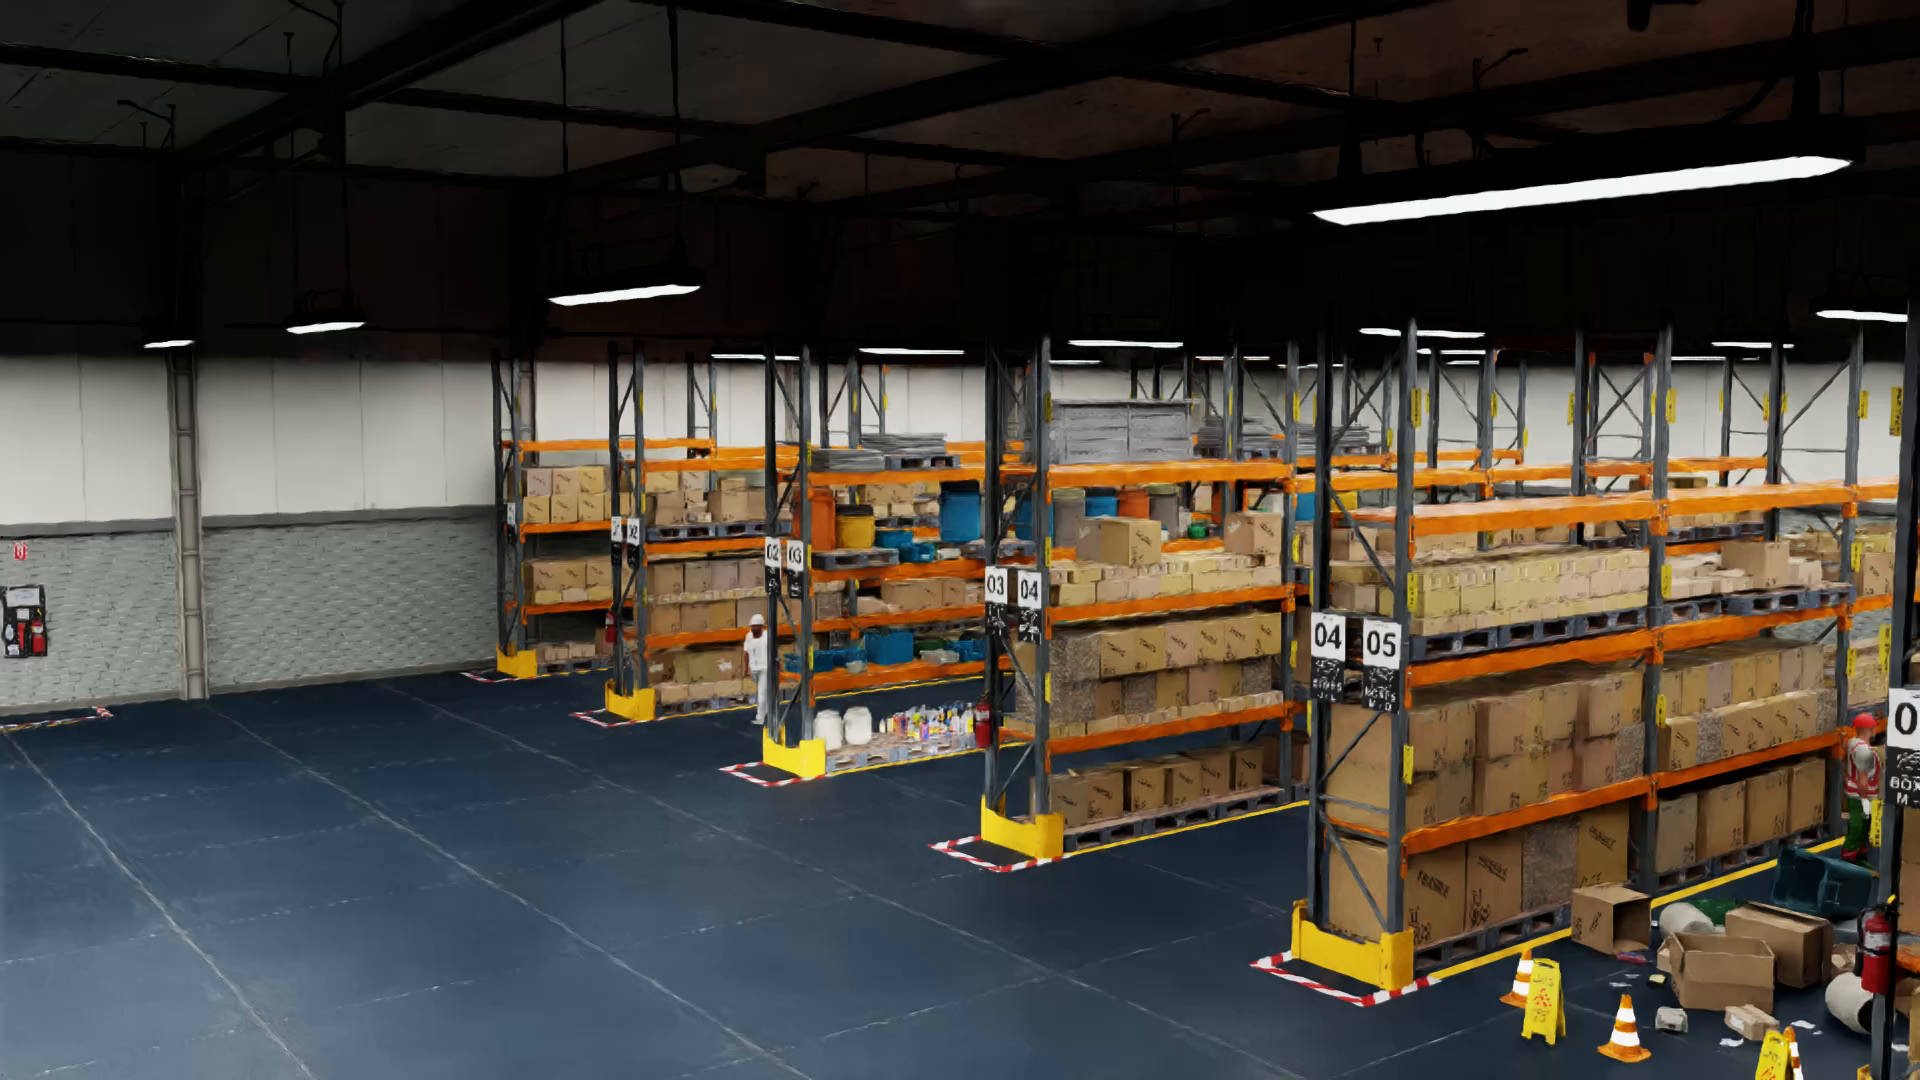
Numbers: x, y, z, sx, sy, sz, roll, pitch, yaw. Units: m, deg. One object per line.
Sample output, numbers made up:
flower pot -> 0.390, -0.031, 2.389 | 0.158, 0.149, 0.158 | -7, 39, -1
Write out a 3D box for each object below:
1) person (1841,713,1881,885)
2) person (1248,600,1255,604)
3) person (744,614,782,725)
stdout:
person -> 9.564, 2.715, 17.553 | 0.451, 1.789, 0.605 | 2, 5, 23
person -> 6.817, 1.034, 37.664 | 1.008, 1.601, 0.462 | -2, 6, -25
person -> -3.148, 2.016, 26.208 | 0.618, 1.726, 0.958 | 3, 6, 30
